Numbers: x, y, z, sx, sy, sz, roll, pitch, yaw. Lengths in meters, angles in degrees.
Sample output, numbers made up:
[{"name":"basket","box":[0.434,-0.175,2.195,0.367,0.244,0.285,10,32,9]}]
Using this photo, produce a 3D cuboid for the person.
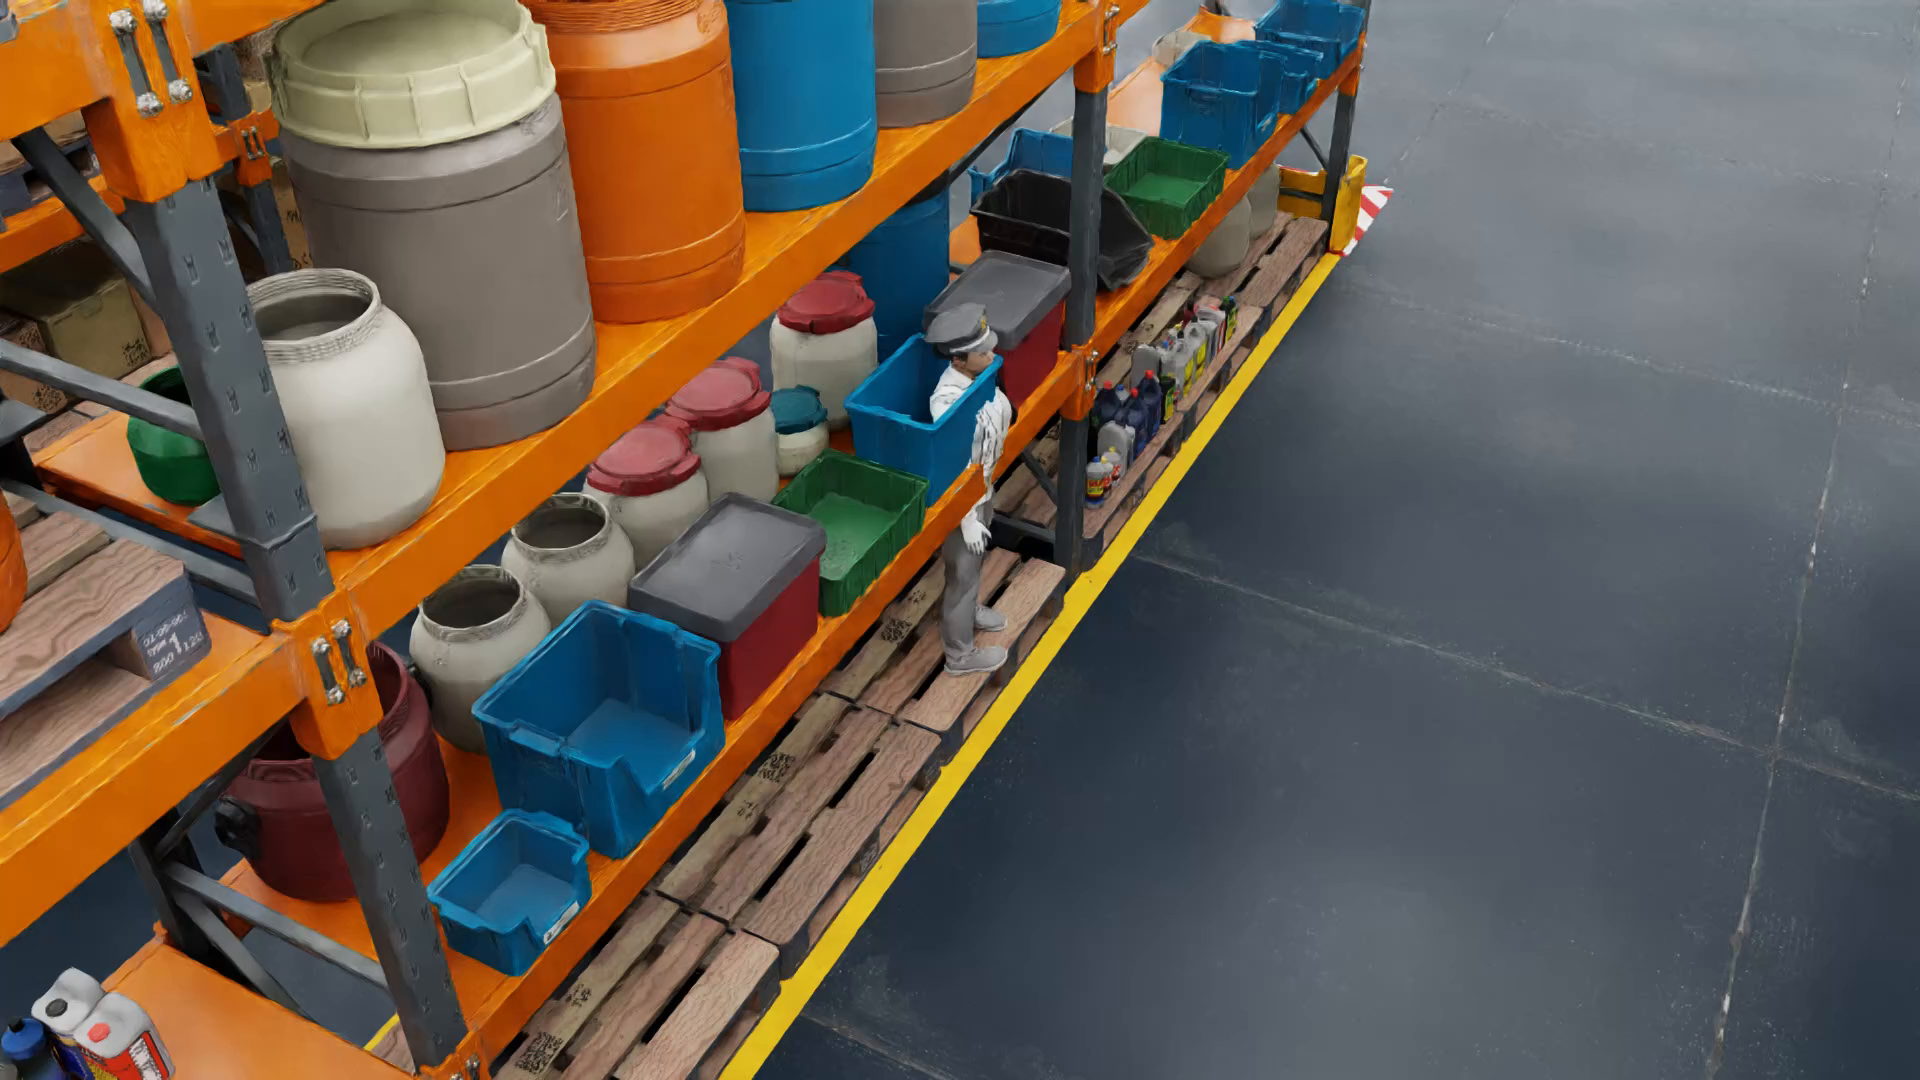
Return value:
[{"name":"person","box":[0.043,-0.206,6.706,0.362,1.689,0.491,9,39,12]}]
